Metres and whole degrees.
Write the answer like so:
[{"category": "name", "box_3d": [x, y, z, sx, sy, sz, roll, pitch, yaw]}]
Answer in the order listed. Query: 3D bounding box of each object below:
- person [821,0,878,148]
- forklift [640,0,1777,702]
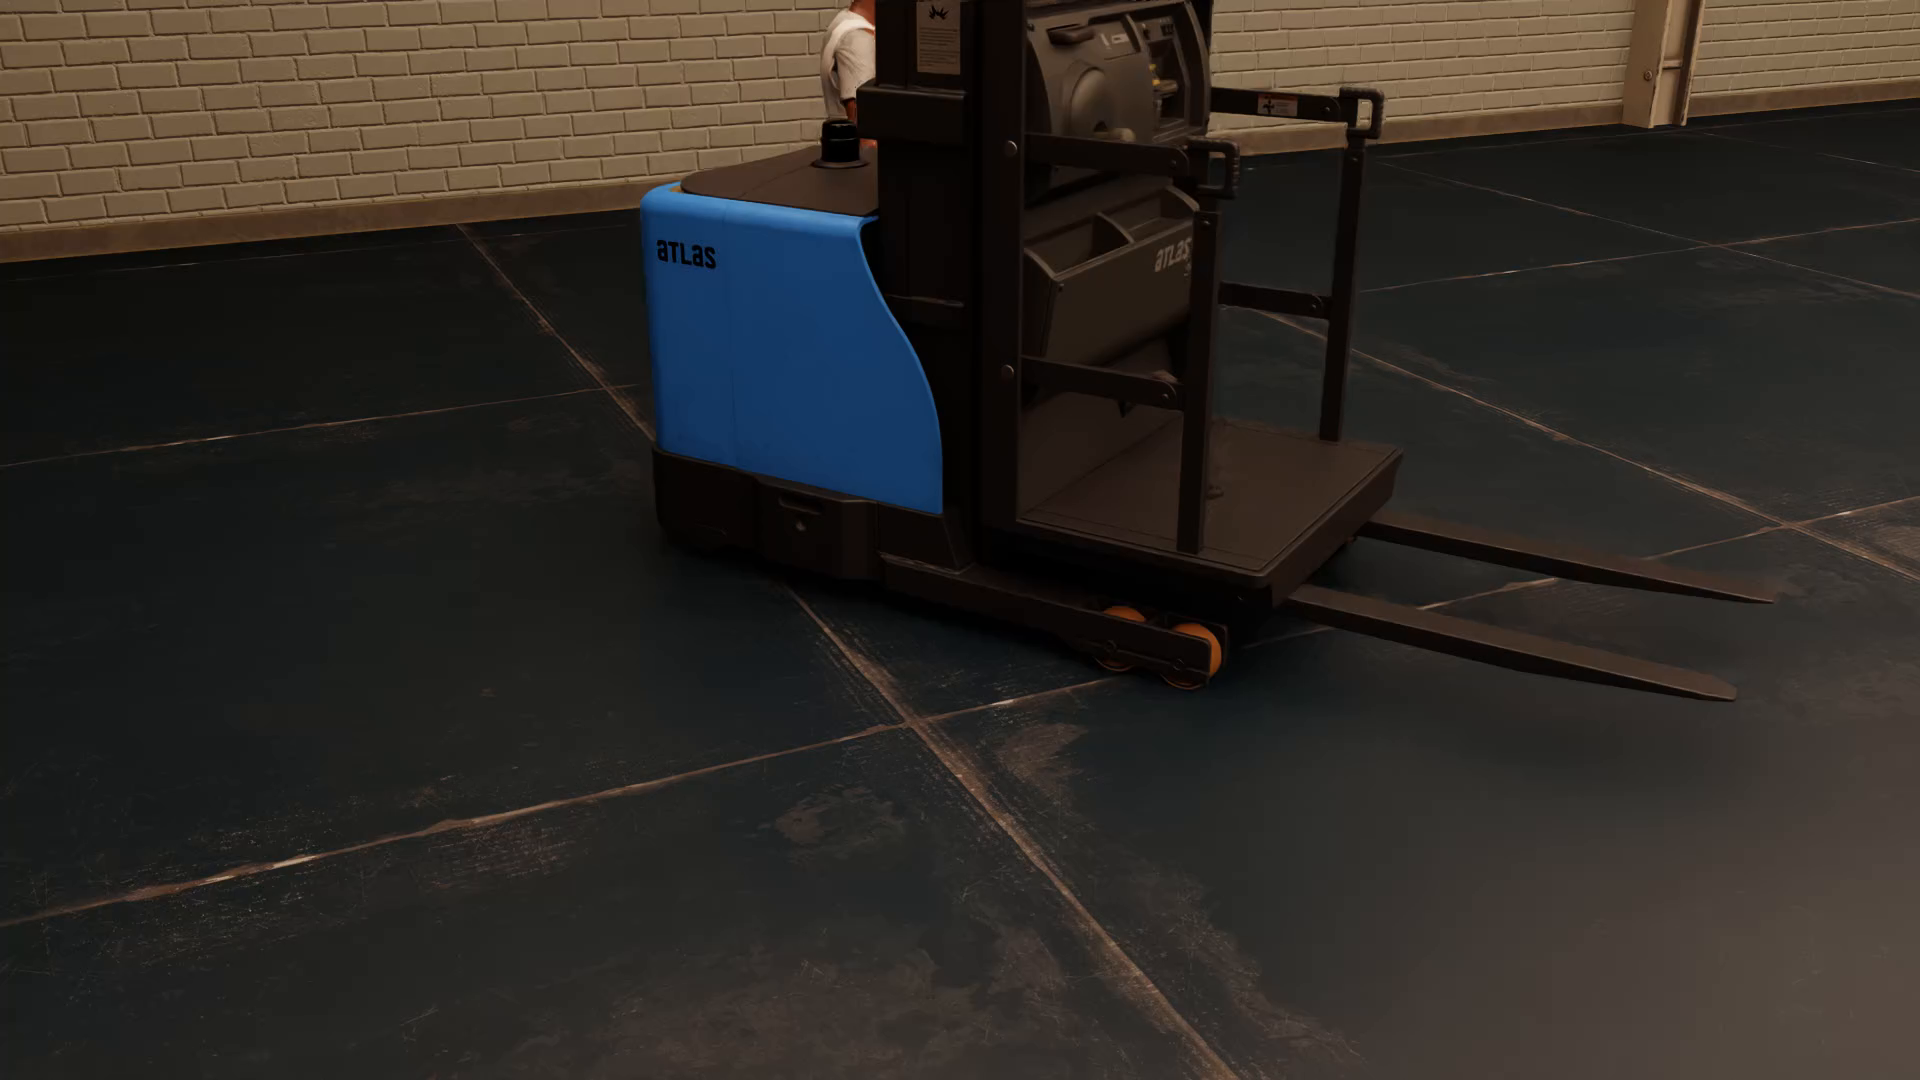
[{"category": "person", "box_3d": [-0.280, -1.391, 6.298, 0.573, 1.671, 0.957, -2, 23, -4]}, {"category": "forklift", "box_3d": [0.600, -1.208, 4.194, 3.031, 2.935, 1.130, 13, 26, 29]}]
